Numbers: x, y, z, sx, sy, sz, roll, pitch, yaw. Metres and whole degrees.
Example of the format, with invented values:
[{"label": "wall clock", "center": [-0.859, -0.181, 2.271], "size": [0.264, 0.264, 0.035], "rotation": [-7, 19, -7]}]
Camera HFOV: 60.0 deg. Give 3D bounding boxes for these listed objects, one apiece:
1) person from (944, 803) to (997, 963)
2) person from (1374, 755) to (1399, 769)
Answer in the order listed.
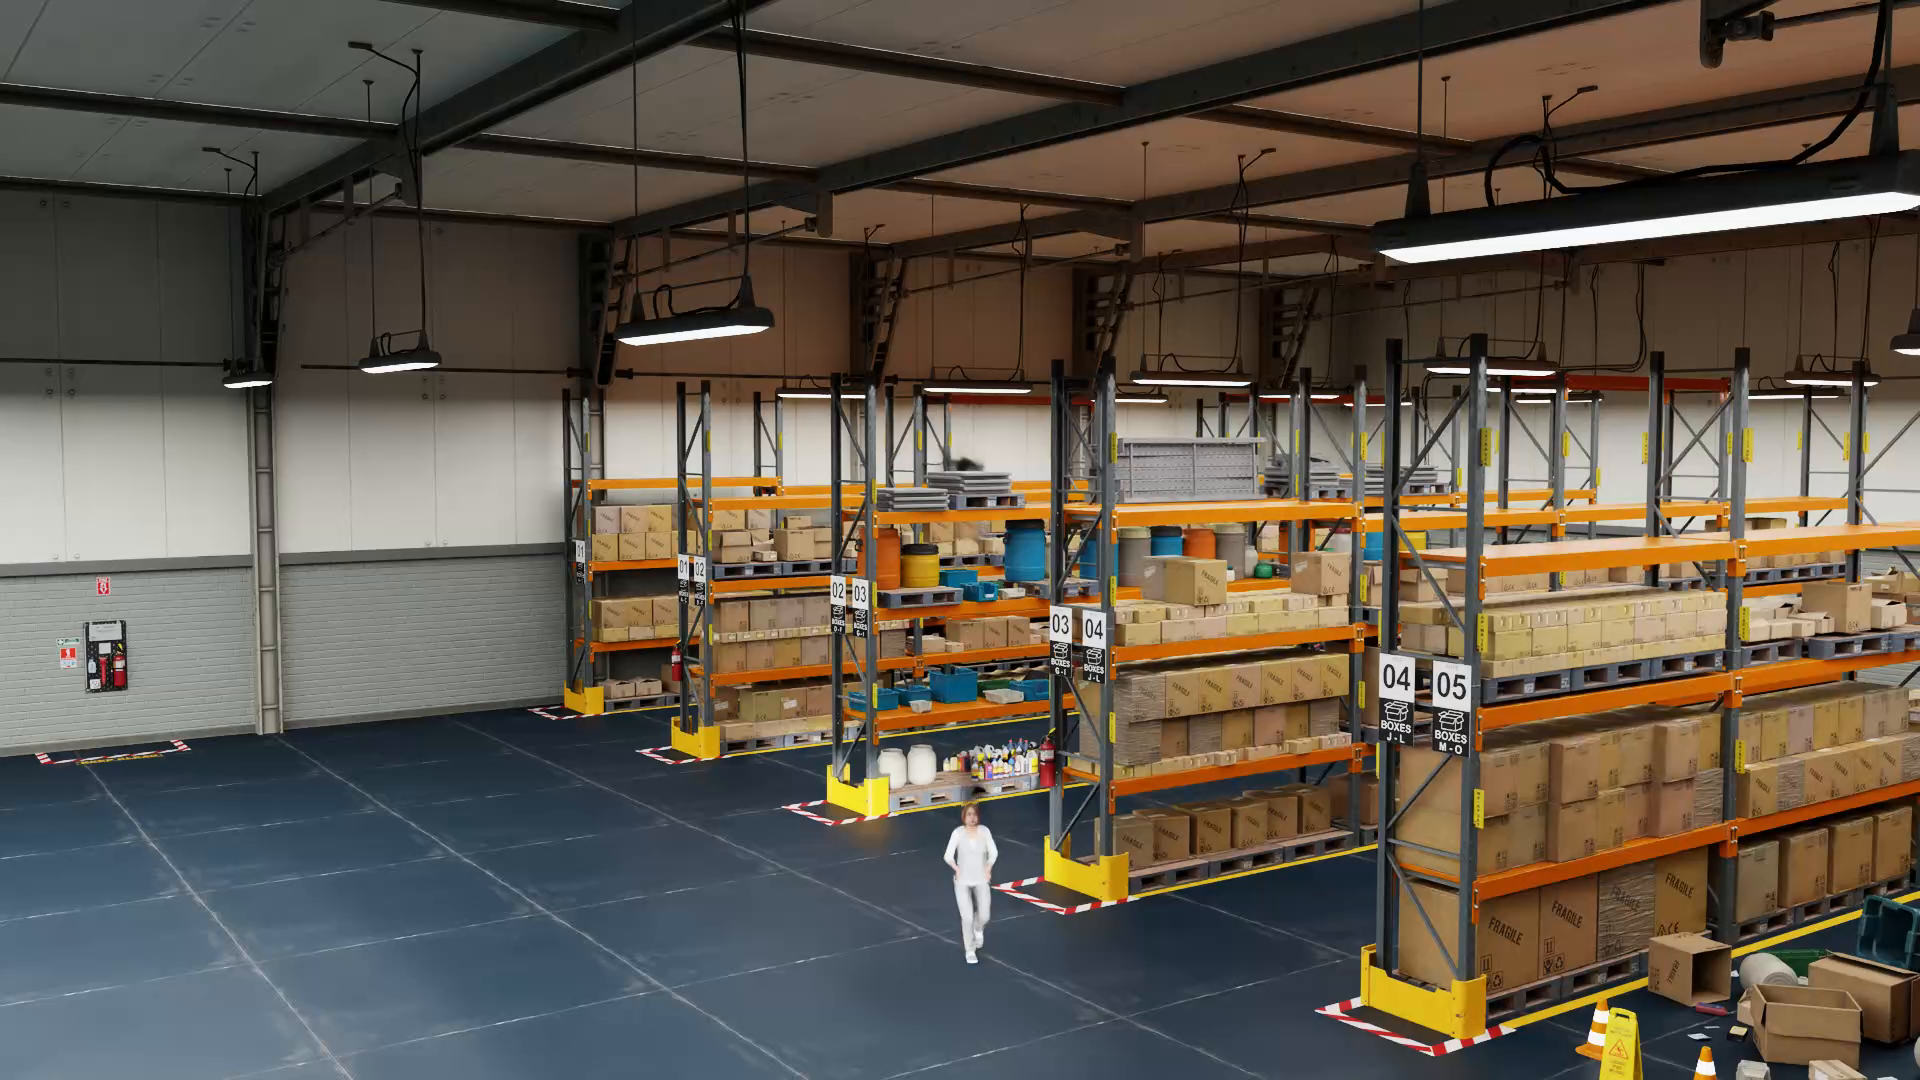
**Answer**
[{"label": "person", "center": [0.113, 3.344, 16.252], "size": [0.532, 1.551, 0.559], "rotation": [0, 4, -6]}, {"label": "person", "center": [6.202, 2.723, 24.196], "size": [0.839, 1.792, 0.686], "rotation": [-3, 5, -38]}]
